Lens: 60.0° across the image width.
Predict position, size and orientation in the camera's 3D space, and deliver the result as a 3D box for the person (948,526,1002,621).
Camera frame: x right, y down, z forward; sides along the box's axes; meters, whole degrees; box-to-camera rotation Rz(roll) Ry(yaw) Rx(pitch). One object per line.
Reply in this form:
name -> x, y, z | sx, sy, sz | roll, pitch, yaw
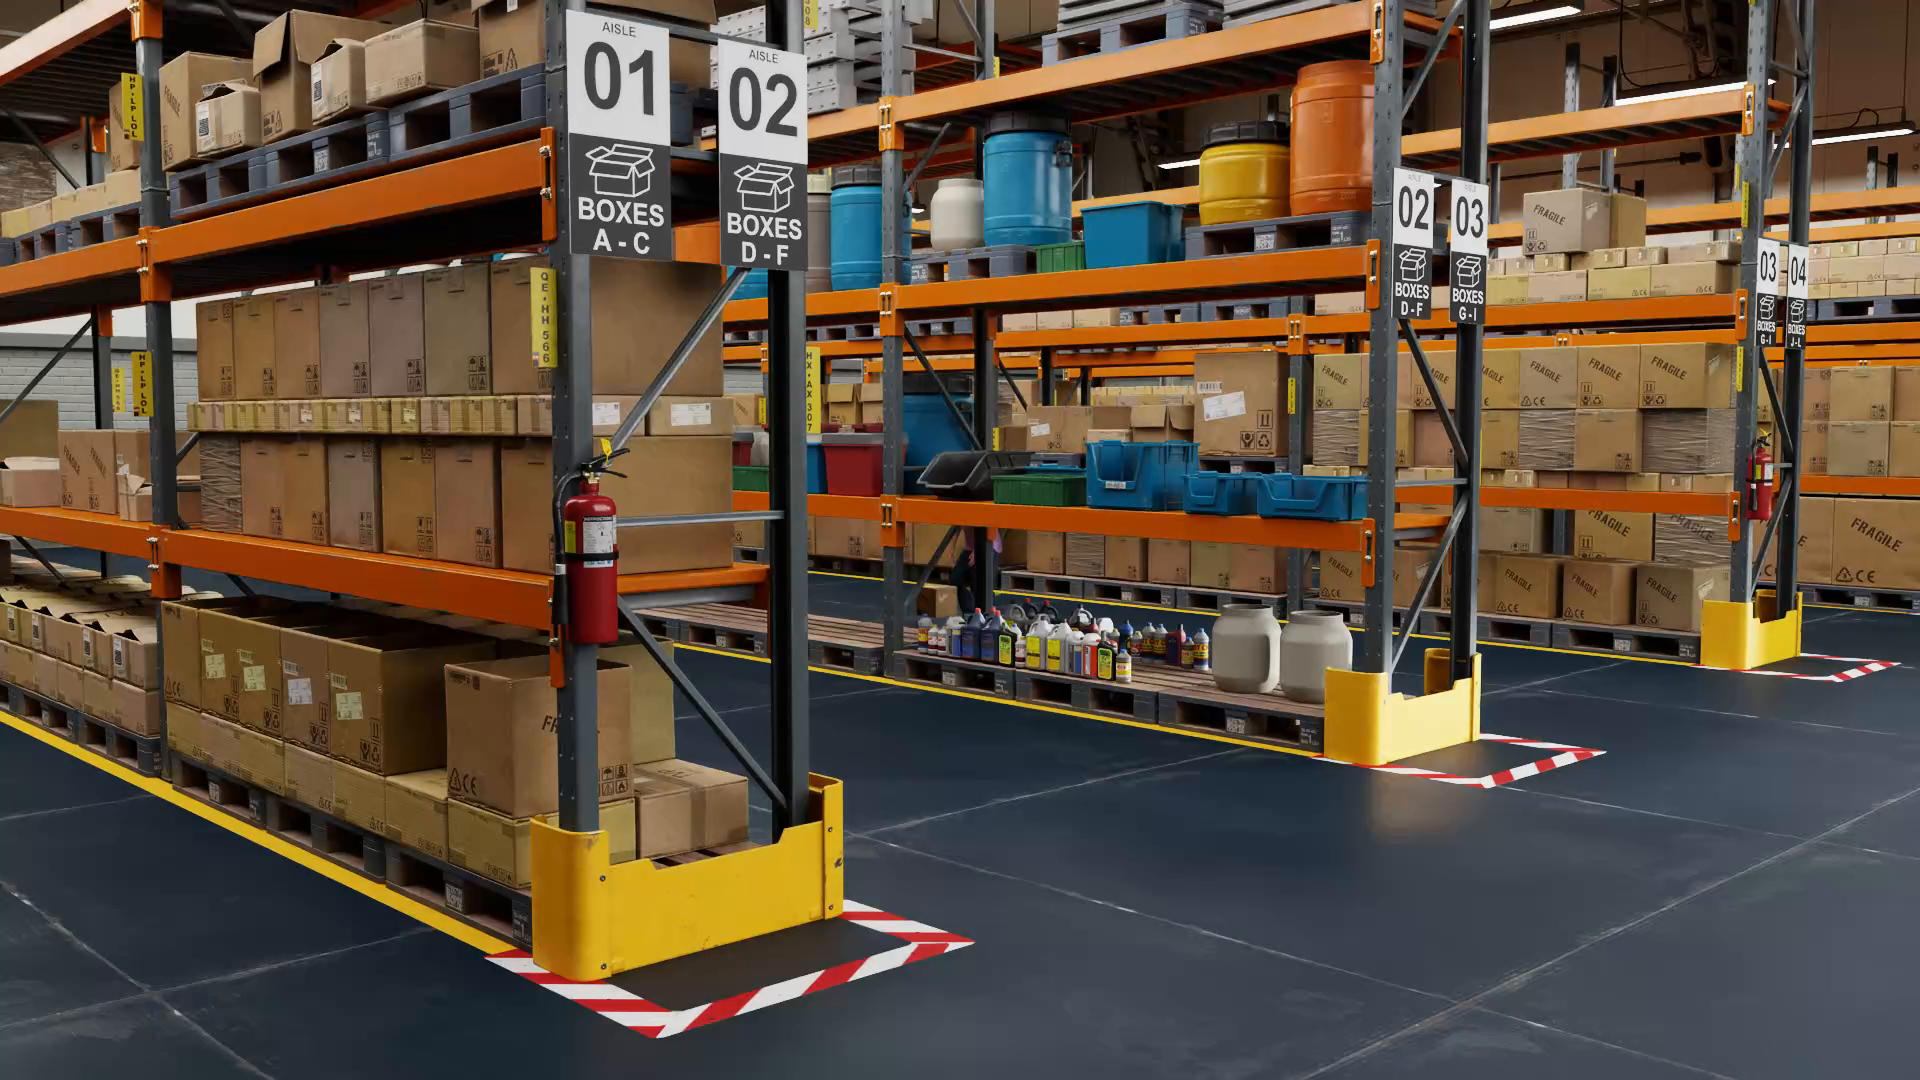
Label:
person -> 0.135, 0.117, 14.405 | 0.540, 1.429, 0.454 | -4, 6, -43
